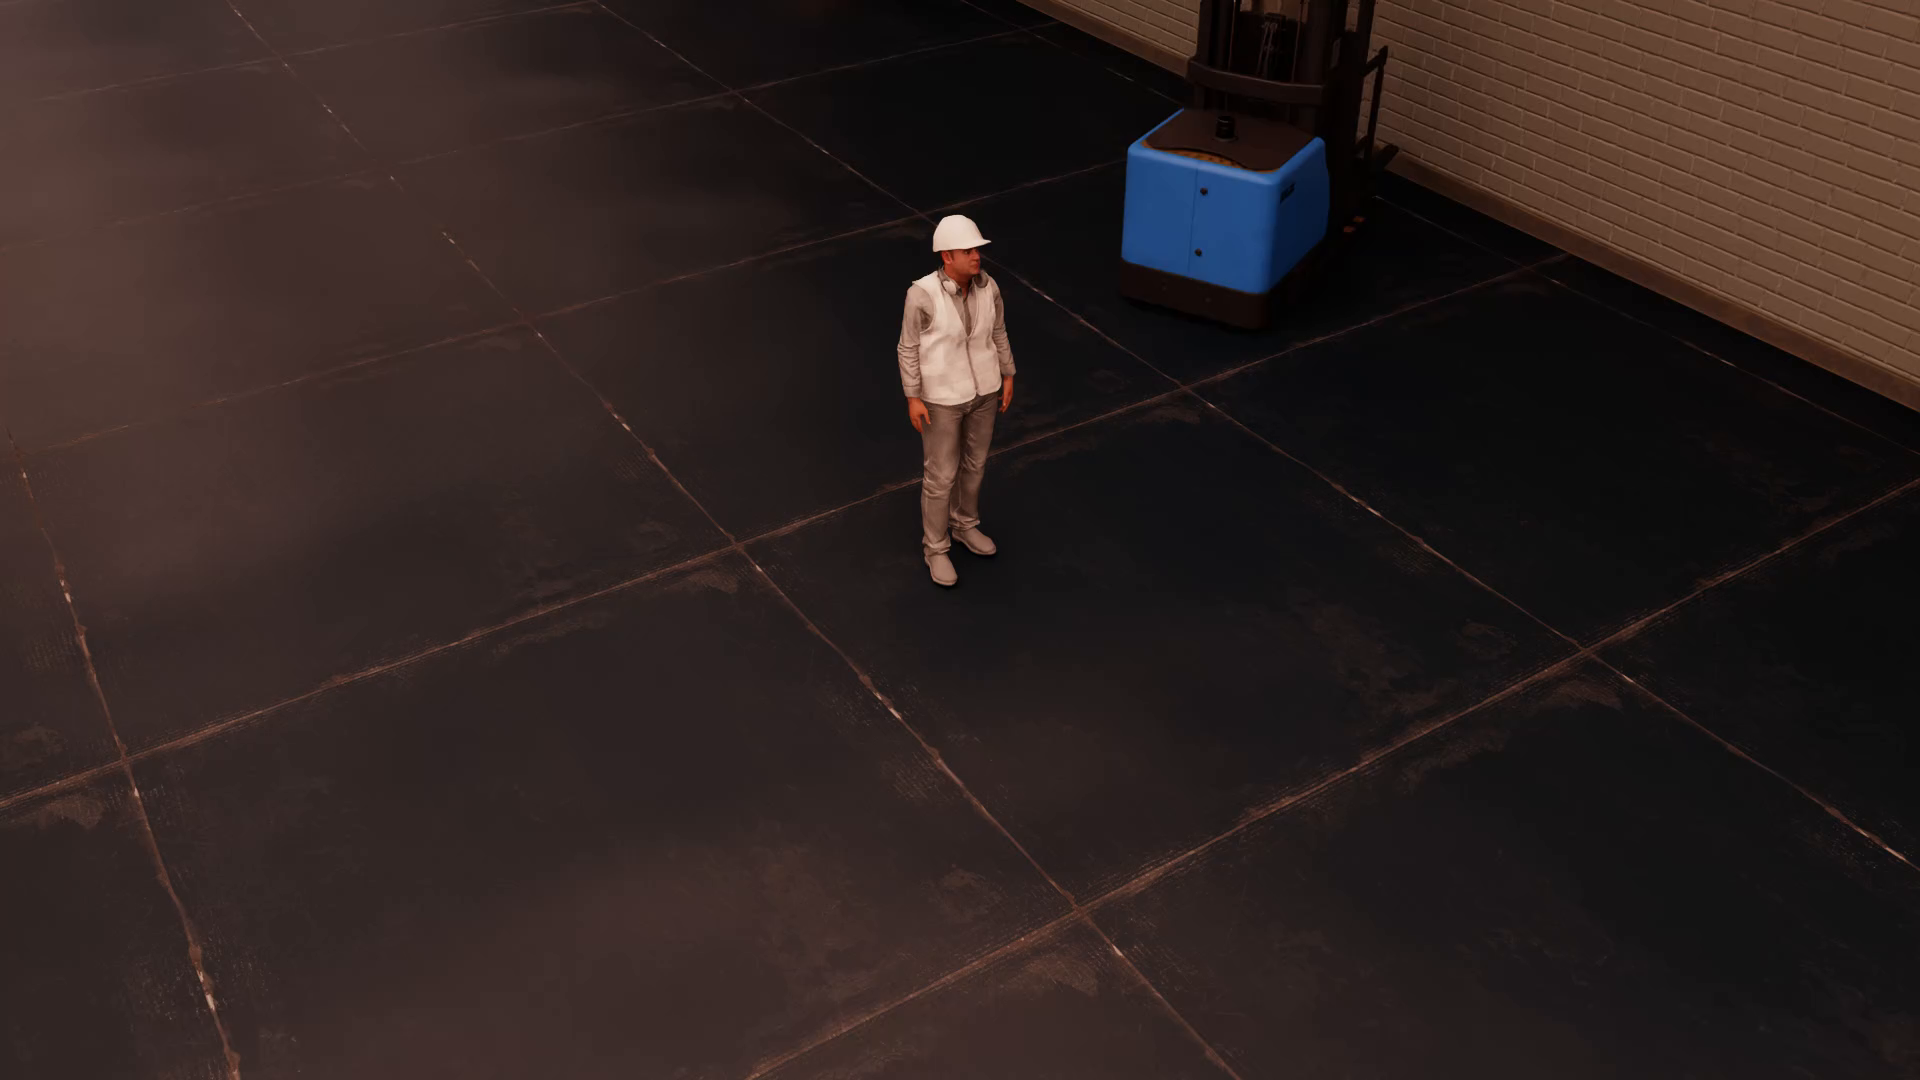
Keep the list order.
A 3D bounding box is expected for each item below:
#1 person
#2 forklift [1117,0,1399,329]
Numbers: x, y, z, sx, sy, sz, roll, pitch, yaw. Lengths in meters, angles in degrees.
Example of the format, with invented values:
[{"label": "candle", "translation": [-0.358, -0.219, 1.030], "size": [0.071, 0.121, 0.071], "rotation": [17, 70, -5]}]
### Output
[{"label": "person", "translation": [0.025, -0.698, 8.135], "size": [0.626, 1.775, 0.566], "rotation": [-21, 40, -27]}, {"label": "forklift", "translation": [2.228, -3.342, 10.904], "size": [1.130, 2.935, 3.031], "rotation": [19, 40, 25]}]
